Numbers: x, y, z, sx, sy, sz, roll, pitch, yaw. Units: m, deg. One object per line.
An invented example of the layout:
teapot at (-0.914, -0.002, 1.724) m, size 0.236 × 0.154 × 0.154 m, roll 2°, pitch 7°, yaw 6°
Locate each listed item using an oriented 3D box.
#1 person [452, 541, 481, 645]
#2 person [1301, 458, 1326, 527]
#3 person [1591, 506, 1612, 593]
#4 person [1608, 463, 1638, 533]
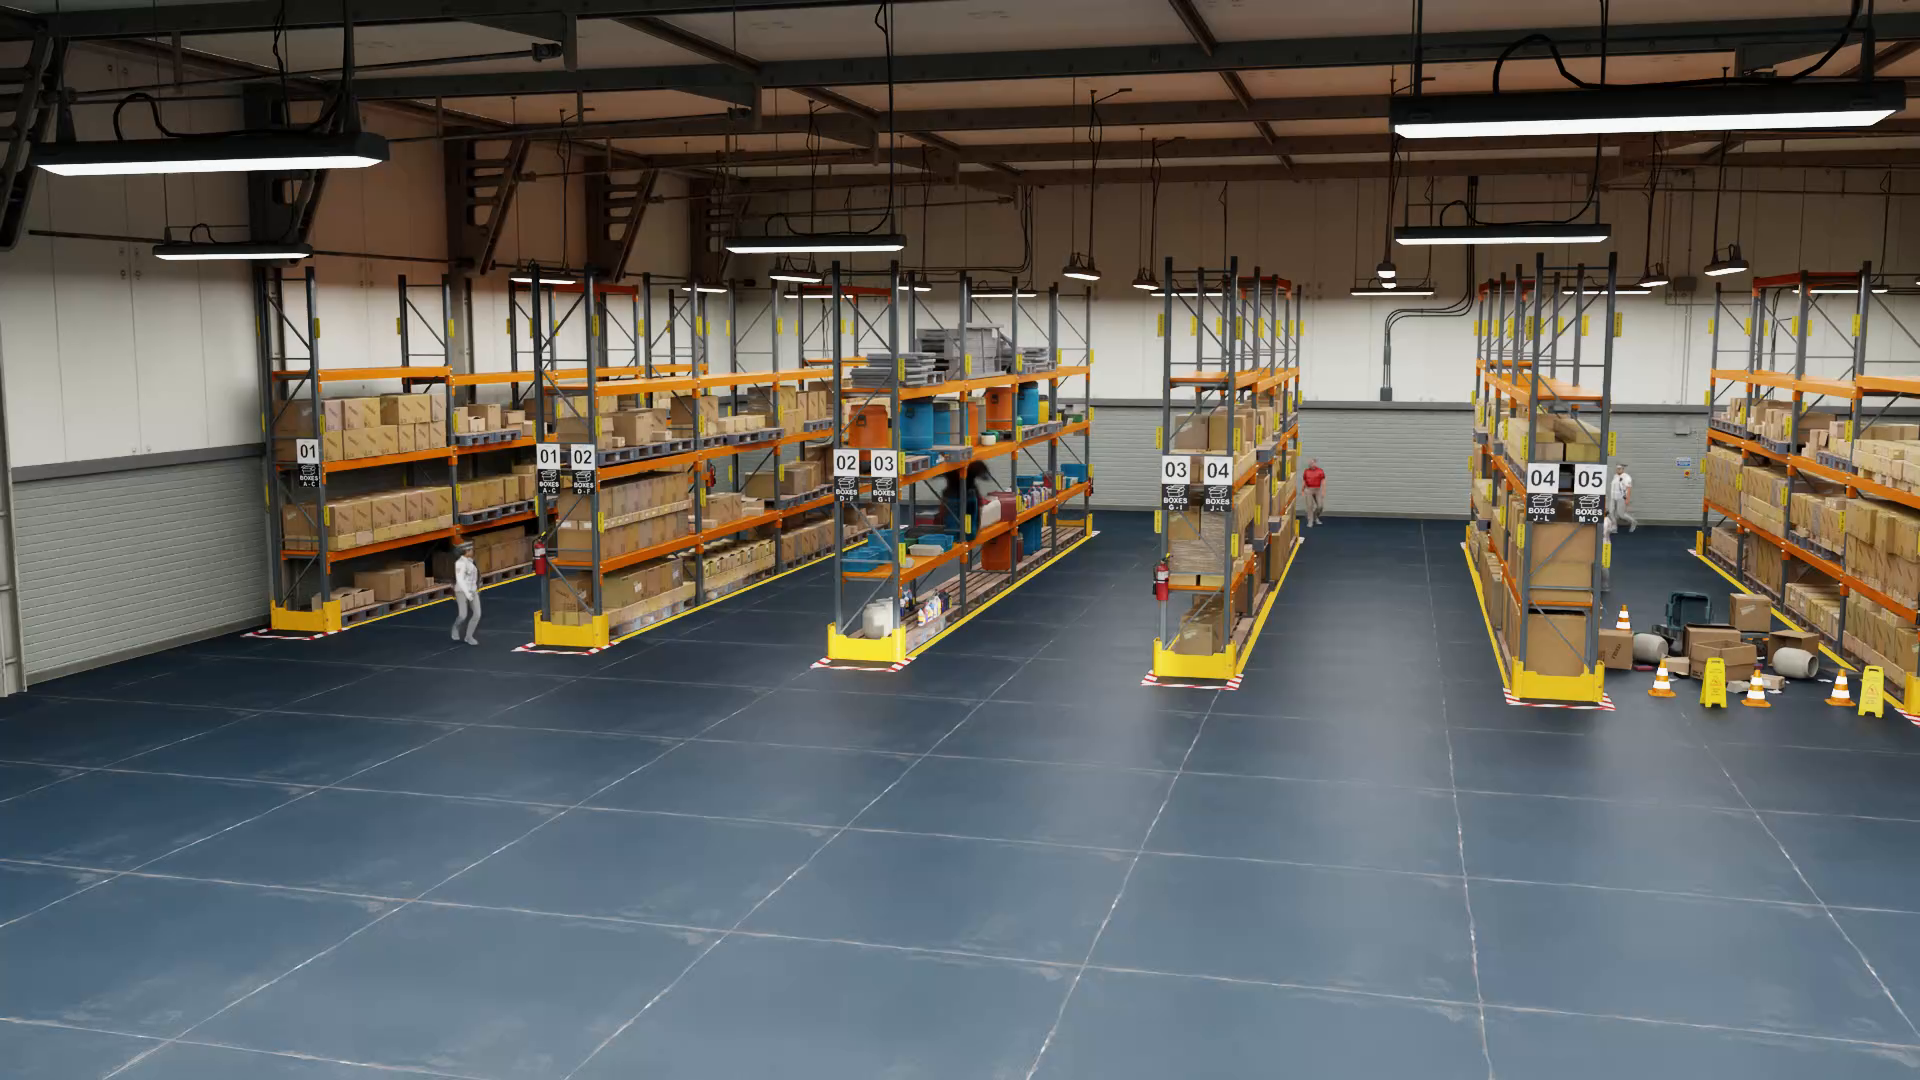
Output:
person at (-7.863, 0.842, 26.545) m, size 0.648 × 1.648 × 0.543 m, roll 5°, pitch 9°, yaw 33°
person at (8.958, -1.205, 42.211) m, size 0.587 × 1.740 × 0.495 m, roll 0°, pitch 7°, yaw 2°
person at (12.153, 0.182, 31.637) m, size 0.424 × 1.668 × 0.535 m, roll 6°, pitch 9°, yaw 40°
person at (16.131, -1.028, 40.633) m, size 0.707 × 1.724 × 0.594 m, roll -2°, pitch 8°, yaw -18°
